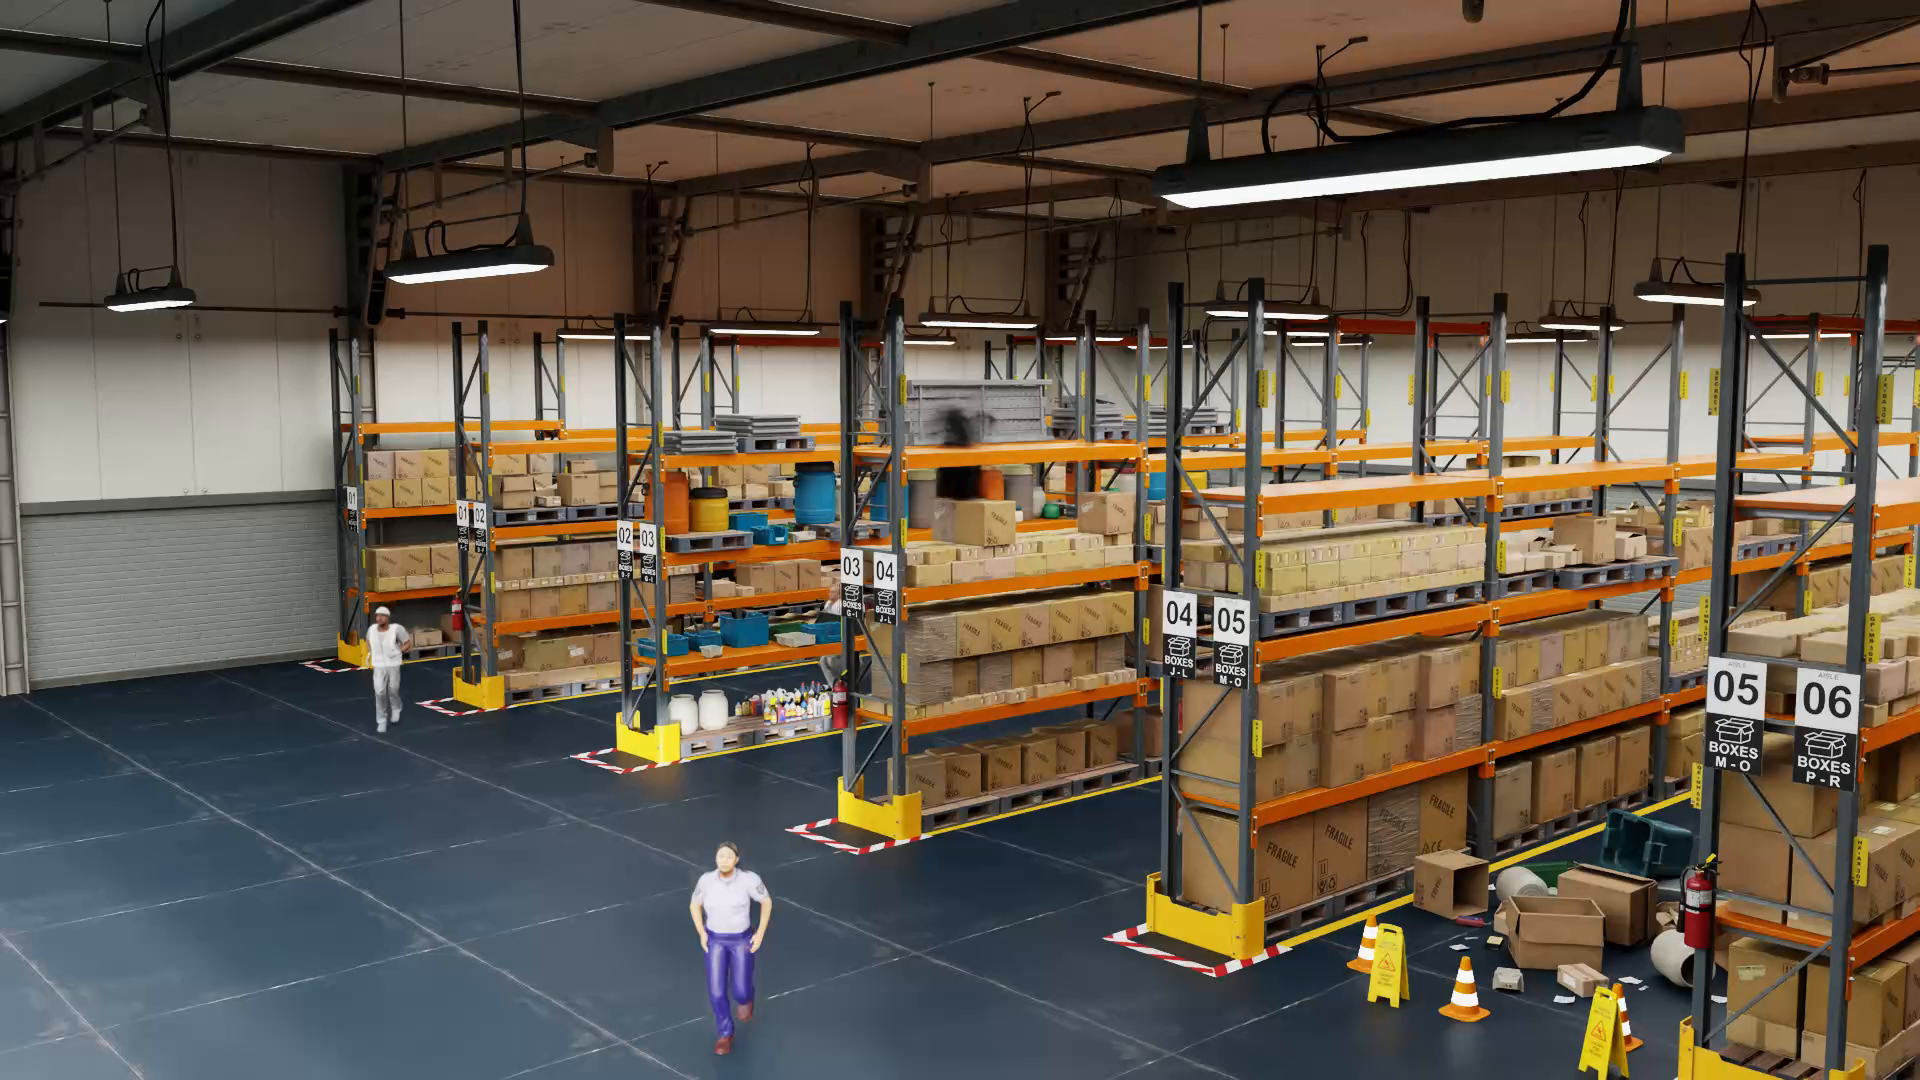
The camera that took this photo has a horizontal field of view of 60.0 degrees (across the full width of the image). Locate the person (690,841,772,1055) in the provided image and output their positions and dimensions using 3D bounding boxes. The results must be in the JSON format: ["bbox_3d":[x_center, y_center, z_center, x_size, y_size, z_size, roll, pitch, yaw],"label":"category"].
[{"bbox_3d":[-1.775,3.107,12.891,0.633,1.610,0.579,0,6,-1],"label":"person"}]

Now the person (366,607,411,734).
[{"bbox_3d":[-8.378,1.870,24.387,0.674,1.828,0.833,-1,6,-7],"label":"person"}]

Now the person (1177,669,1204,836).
[{"bbox_3d":[2.545,2.259,17.948,0.663,1.744,0.845,4,7,34],"label":"person"}]

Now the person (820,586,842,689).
[{"bbox_3d":[-2.037,1.636,27.324,0.712,1.695,0.652,5,7,40],"label":"person"}]
